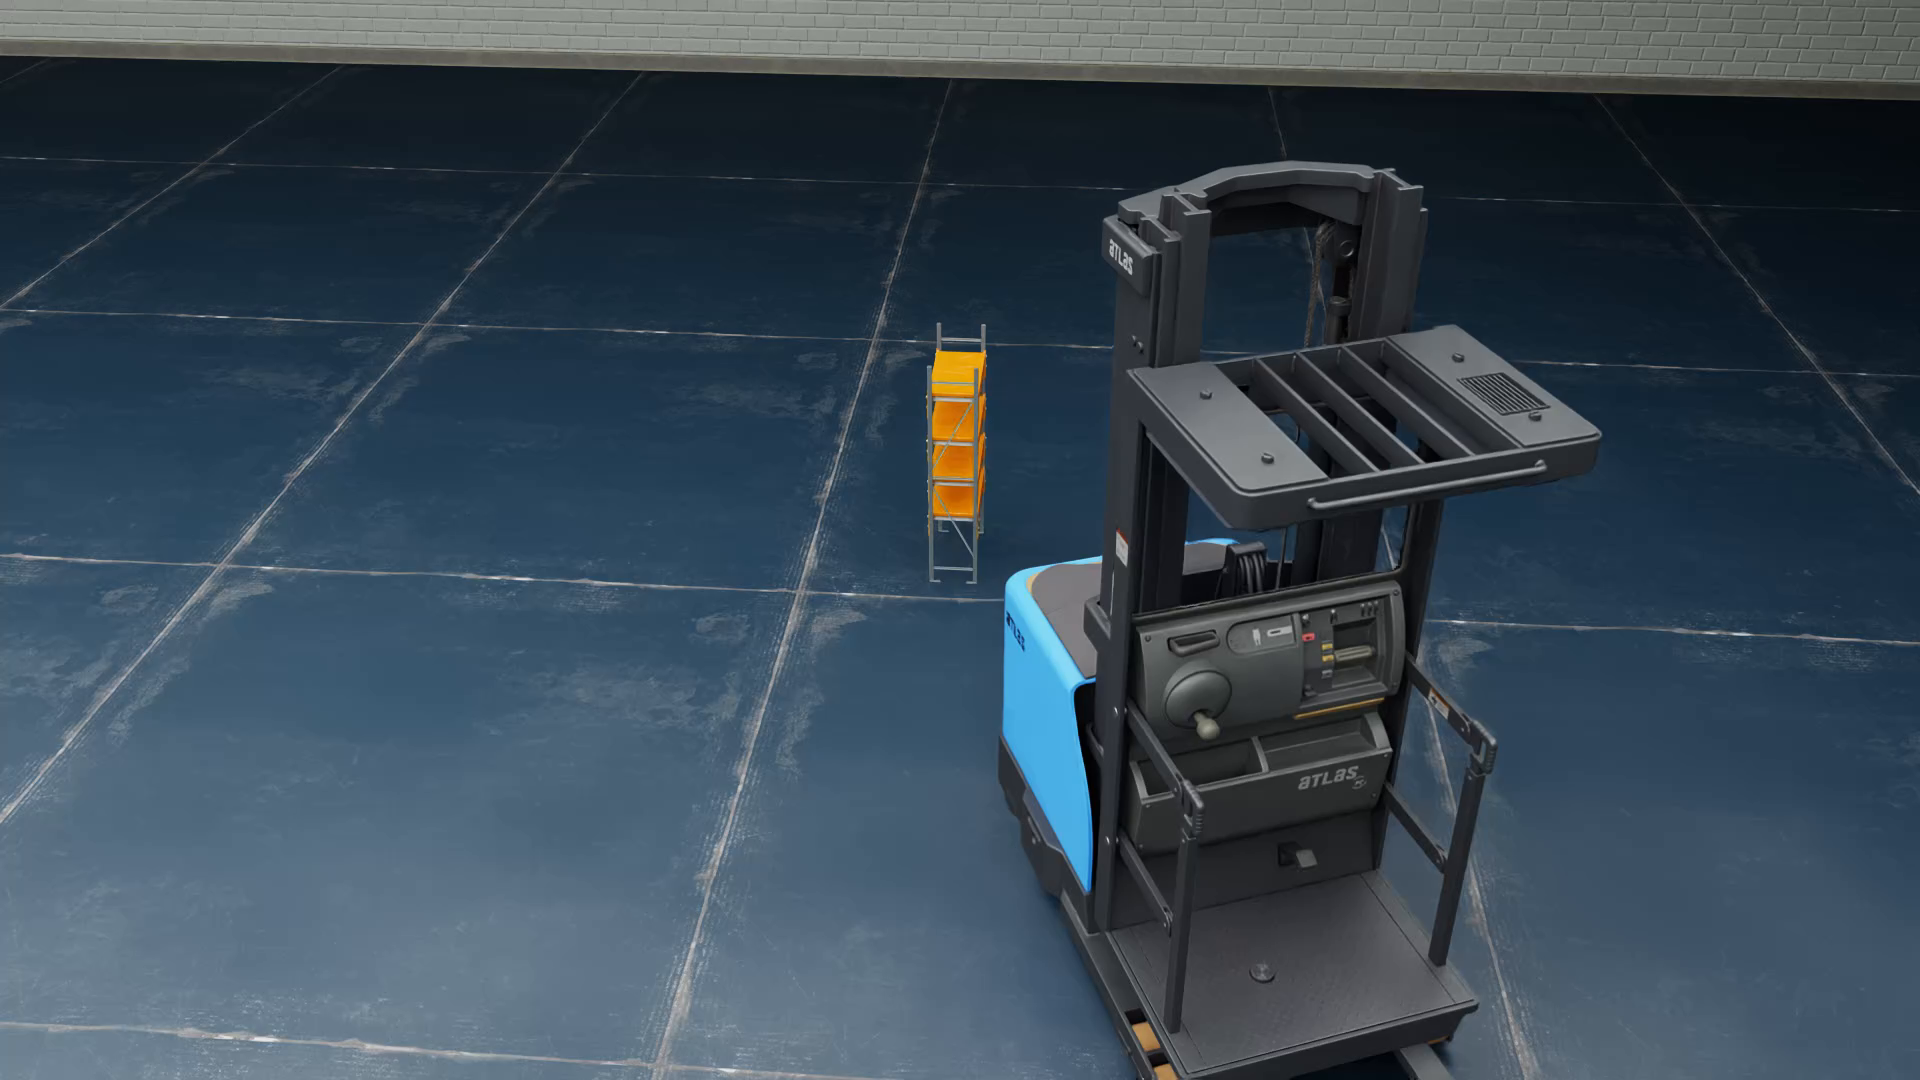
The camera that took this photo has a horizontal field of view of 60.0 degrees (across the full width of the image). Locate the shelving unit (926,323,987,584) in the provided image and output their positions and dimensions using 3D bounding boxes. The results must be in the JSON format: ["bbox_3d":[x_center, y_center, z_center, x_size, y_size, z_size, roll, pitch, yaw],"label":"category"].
[{"bbox_3d":[-0.013,-0.424,8.295,0.258,1.200,0.503,2,32,4],"label":"shelving unit"}]

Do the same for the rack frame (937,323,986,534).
[{"bbox_3d":[0.006,-0.552,8.502,0.240,1.200,0.015,2,32,4],"label":"rack frame"}]

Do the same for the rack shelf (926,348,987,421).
[{"bbox_3d":[-0.013,-0.759,8.089,0.258,0.148,0.480,2,32,4],"label":"rack shelf"}]

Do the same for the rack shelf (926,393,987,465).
[{"bbox_3d":[-0.013,-0.557,8.213,0.258,0.148,0.480,2,32,4],"label":"rack shelf"}]

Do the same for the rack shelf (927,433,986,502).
[{"bbox_3d":[-0.013,-0.367,8.330,0.258,0.148,0.480,2,32,4],"label":"rack shelf"}]

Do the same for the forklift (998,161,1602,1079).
[{"bbox_3d":[1.086,0.450,5.226,1.130,2.935,3.031,-9,33,-15],"label":"forklift"}]

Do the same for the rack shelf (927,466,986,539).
[{"bbox_3d":[-0.013,-0.198,8.434,0.258,0.148,0.480,2,32,4],"label":"rack shelf"}]

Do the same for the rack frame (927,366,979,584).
[{"bbox_3d":[-0.033,-0.297,8.088,0.240,1.200,0.015,2,32,4],"label":"rack frame"}]
